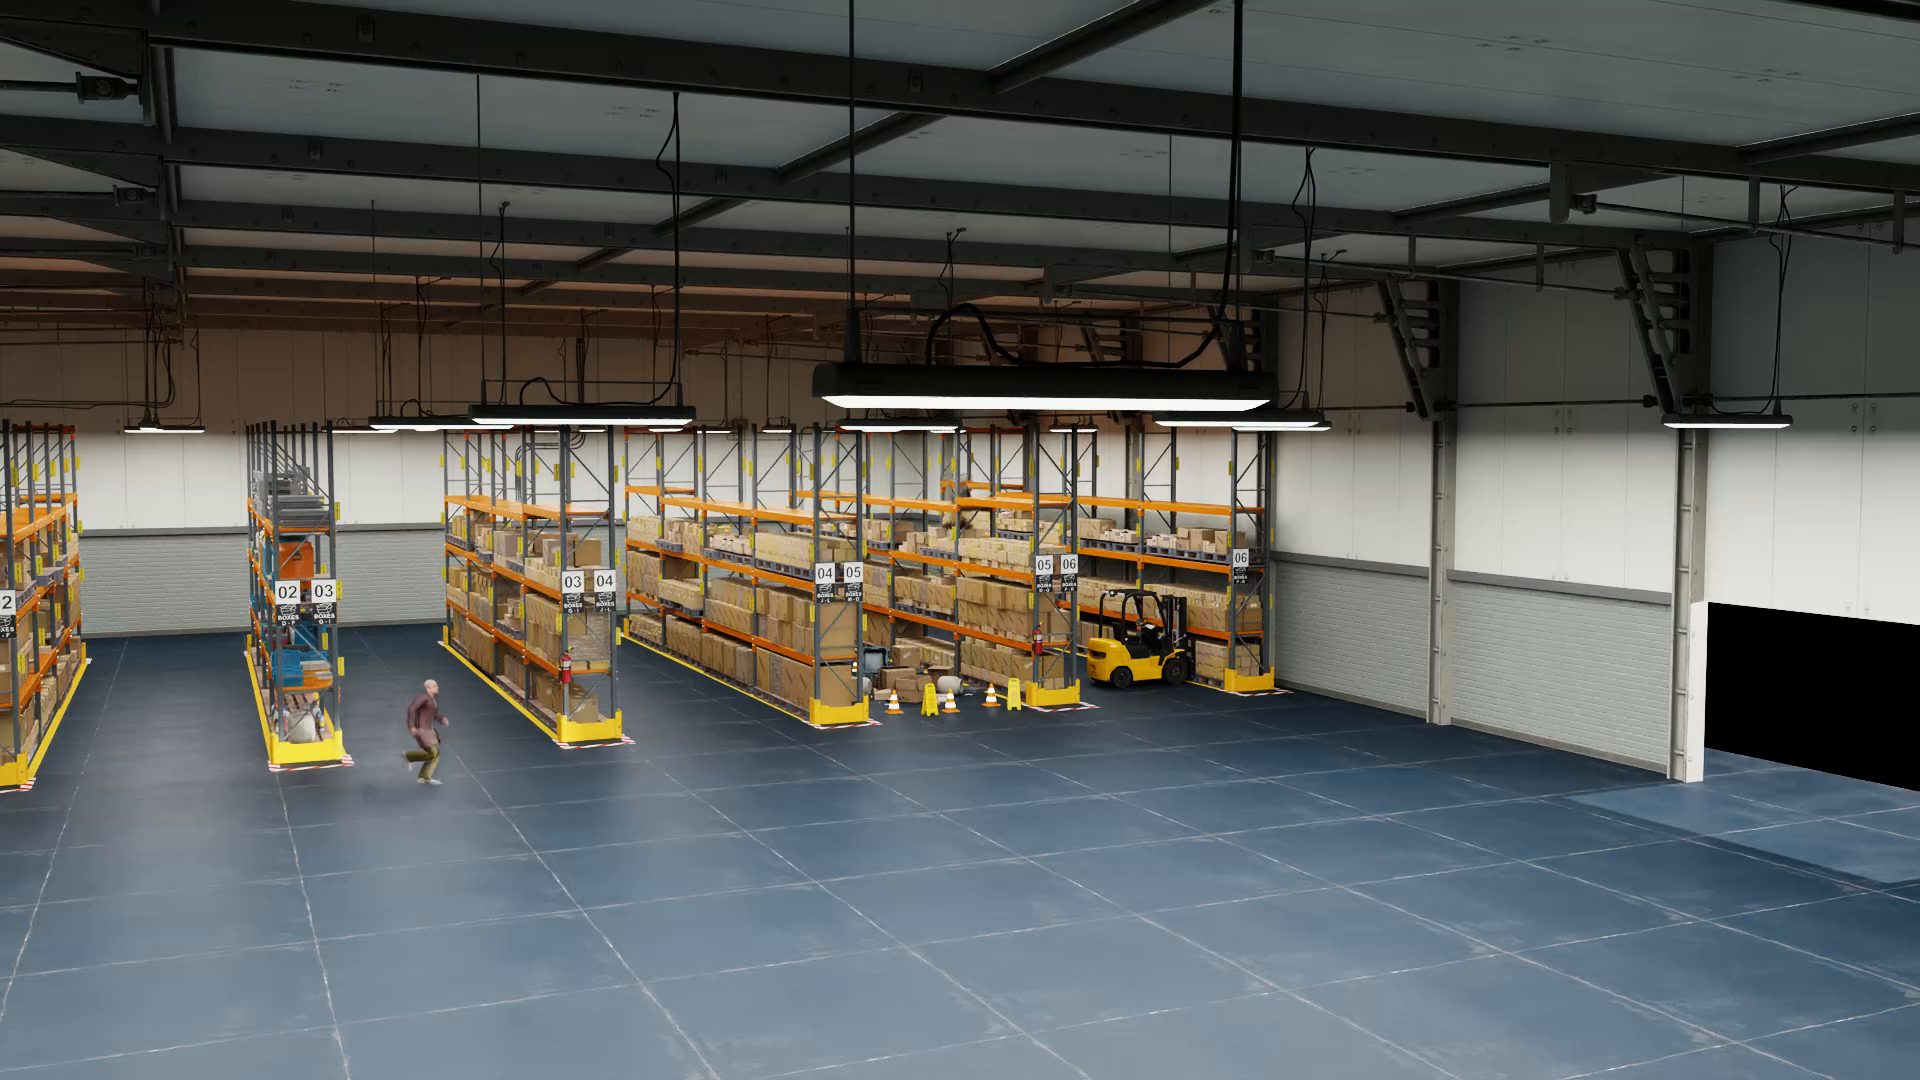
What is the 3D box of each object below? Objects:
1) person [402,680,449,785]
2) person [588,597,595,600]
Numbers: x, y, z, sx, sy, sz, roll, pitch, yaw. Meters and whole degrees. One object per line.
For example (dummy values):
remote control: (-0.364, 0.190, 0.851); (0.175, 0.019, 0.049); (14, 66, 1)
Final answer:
person: (-8.802, 3.168, 27.366); (0.738, 1.731, 0.752); (0, 4, 6)
person: (-10.394, 1.957, 46.559); (0.704, 1.763, 0.847); (-1, 4, -12)
